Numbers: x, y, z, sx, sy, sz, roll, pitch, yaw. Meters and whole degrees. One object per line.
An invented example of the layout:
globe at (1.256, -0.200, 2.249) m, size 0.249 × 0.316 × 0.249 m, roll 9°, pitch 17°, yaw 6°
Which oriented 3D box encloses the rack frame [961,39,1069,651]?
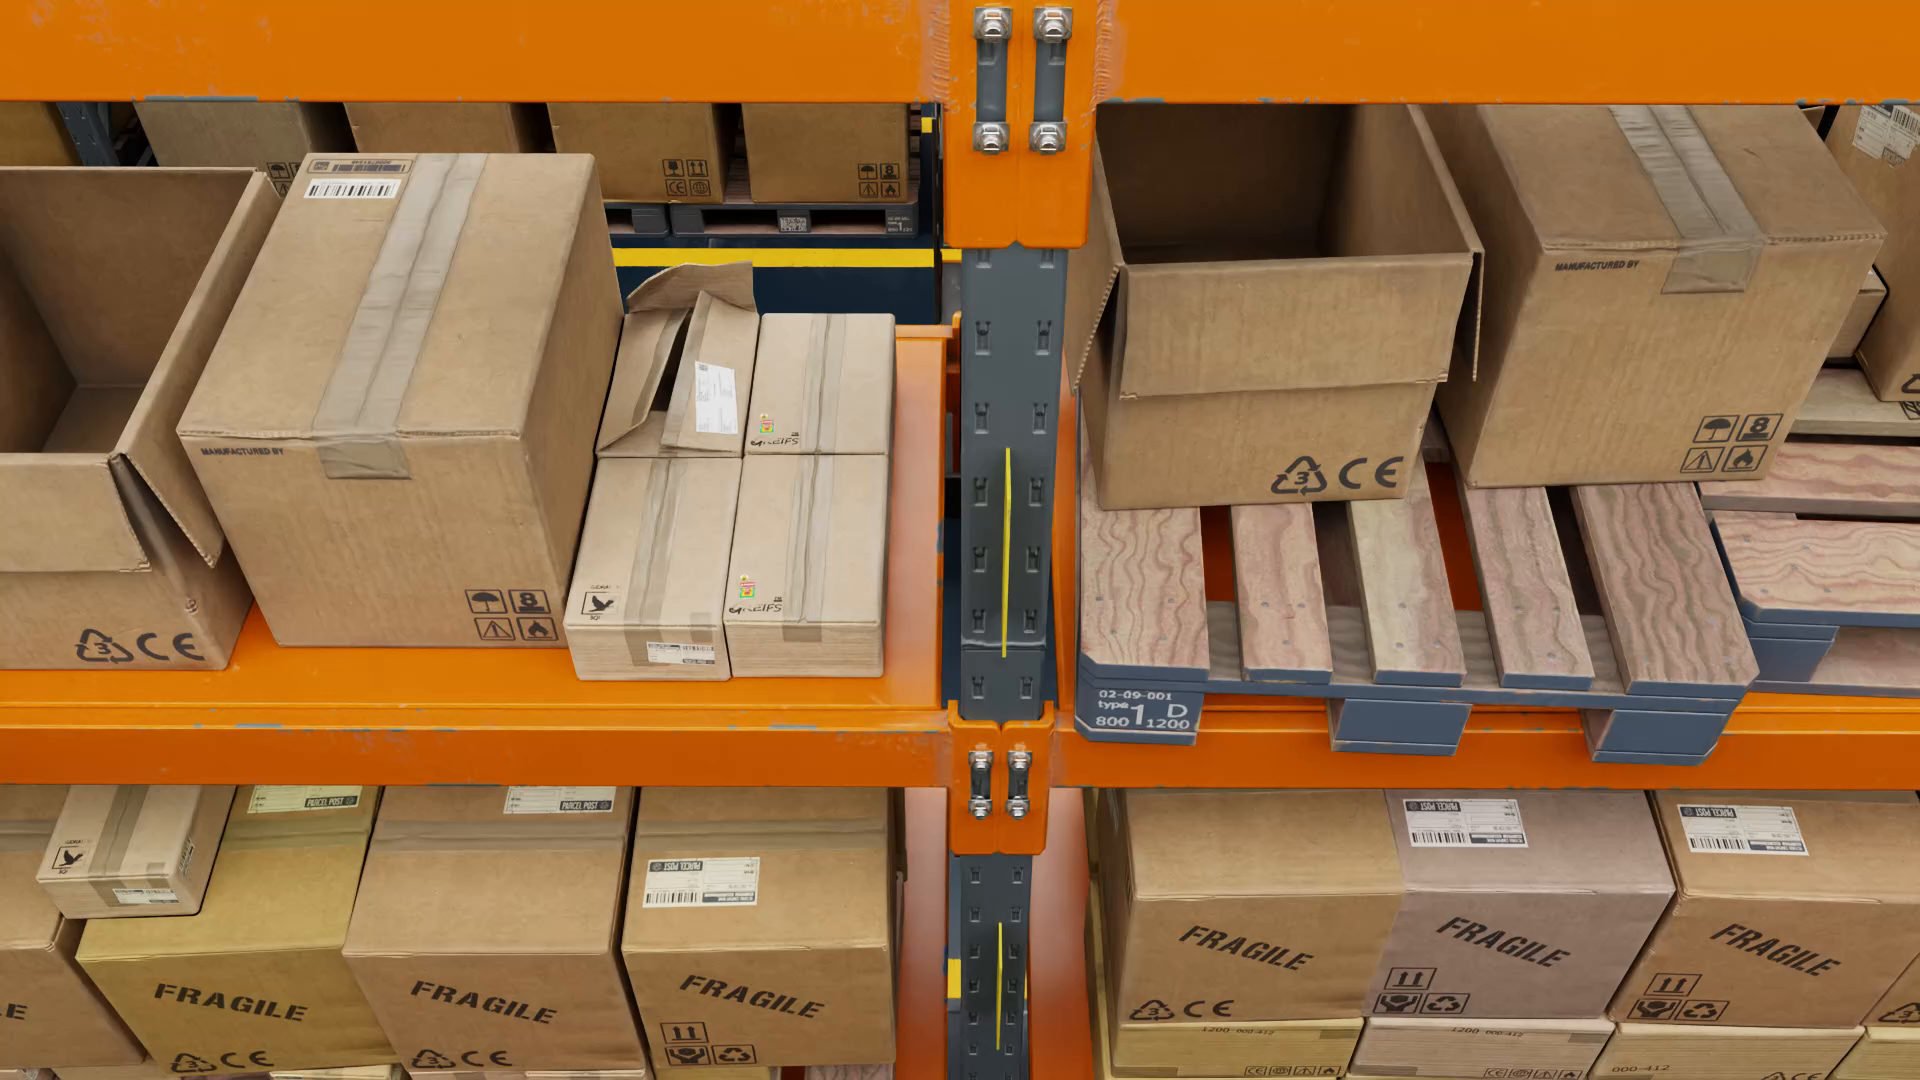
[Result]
rack frame at (0.067, -1.222, 1.740) m, size 0.127 × 3.000 × 1.000 m, roll 0°, pitch 47°, yaw 0°

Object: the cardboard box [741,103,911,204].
cardboard box at (-0.624, -2.246, 8.041) m, size 0.750 × 0.750 × 1.050 m, roll 0°, pitch 47°, yaw 0°

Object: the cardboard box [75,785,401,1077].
cardboard box at (-1.410, 0.752, 3.442) m, size 0.500 × 0.500 × 0.500 m, roll -3°, pitch 47°, yaw -3°

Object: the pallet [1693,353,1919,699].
pallet at (1.829, -0.172, 2.940) m, size 1.213 × 0.211 × 1.003 m, roll 2°, pitch 47°, yaw 2°

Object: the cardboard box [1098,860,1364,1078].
cardboard box at (0.573, 0.885, 3.638) m, size 0.500 × 0.250 × 0.500 m, roll 0°, pitch 47°, yaw 0°

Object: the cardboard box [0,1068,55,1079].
cardboard box at (-2.078, 1.010, 3.645) m, size 0.250 × 0.149 × 0.380 m, roll 2°, pitch 47°, yaw 2°

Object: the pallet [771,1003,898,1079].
pallet at (-0.646, 0.963, 3.935) m, size 1.003 × 0.211 × 1.213 m, roll 0°, pitch 47°, yaw 0°

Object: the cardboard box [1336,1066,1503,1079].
cardboard box at (1.069, 1.047, 3.829) m, size 0.500 × 0.250 × 0.500 m, roll -1°, pitch 47°, yaw -1°

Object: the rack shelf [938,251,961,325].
rack shelf at (0.166, -0.706, 5.991) m, size 0.480 × 0.518 × 0.431 m, roll 0°, pitch 47°, yaw 0°

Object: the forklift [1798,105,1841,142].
forklift at (3.395, -1.078, 5.751) m, size 3.031 × 2.935 × 1.130 m, roll -1°, pitch 47°, yaw -1°

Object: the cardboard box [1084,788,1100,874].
cardboard box at (0.552, 0.518, 3.979) m, size 0.500 × 0.250 × 0.500 m, roll 0°, pitch 47°, yaw 0°

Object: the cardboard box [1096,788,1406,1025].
cardboard box at (0.559, 0.628, 3.365) m, size 0.500 × 0.500 × 0.500 m, roll -1°, pitch 47°, yaw -1°

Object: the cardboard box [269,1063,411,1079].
cardboard box at (-1.309, 1.023, 3.633) m, size 0.250 × 0.149 × 0.380 m, roll 1°, pitch 47°, yaw 1°

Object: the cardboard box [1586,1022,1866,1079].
cardboard box at (1.588, 0.898, 3.626) m, size 0.500 × 0.250 × 0.500 m, roll 0°, pitch 47°, yaw 0°

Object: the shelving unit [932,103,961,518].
shelving unit at (0.166, -0.715, 5.981) m, size 0.503 × 2.100 × 0.431 m, roll 0°, pitch 47°, yaw 0°

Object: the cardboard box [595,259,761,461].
cardboard box at (-0.503, -0.280, 3.004) m, size 0.258 × 0.266 × 0.396 m, roll 0°, pitch 47°, yaw 0°

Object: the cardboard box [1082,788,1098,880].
cardboard box at (0.574, 0.684, 4.166) m, size 0.500 × 0.250 × 0.500 m, roll -1°, pitch 47°, yaw -1°

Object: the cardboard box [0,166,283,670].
cardboard box at (-1.459, -0.218, 2.784) m, size 0.637 × 0.503 × 0.797 m, roll 0°, pitch 47°, yaw 0°

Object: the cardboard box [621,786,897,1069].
cardboard box at (-0.389, 0.746, 3.448) m, size 0.500 × 0.500 × 0.500 m, roll -1°, pitch 47°, yaw -1°

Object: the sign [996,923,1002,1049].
sign at (0.074, 0.852, 3.171) m, size 0.005 × 0.325 × 0.100 m, roll 0°, pitch 47°, yaw 0°

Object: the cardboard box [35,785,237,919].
cardboard box at (-1.570, 0.525, 3.211) m, size 0.250 × 0.149 × 0.380 m, roll -2°, pitch 47°, yaw -2°

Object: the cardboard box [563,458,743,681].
cardboard box at (-0.498, 0.044, 2.782) m, size 0.250 × 0.149 × 0.380 m, roll 0°, pitch 47°, yaw 0°

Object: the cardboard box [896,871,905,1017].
cardboard box at (-0.262, 0.936, 3.714) m, size 0.250 × 0.149 × 0.380 m, roll 2°, pitch 47°, yaw 2°

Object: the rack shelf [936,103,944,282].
rack shelf at (0.166, -1.183, 5.479) m, size 0.480 × 0.518 × 0.431 m, roll 0°, pitch 47°, yaw 0°

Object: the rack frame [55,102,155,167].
rack frame at (-4.016, -2.812, 7.319) m, size 0.127 × 3.000 × 1.000 m, roll 0°, pitch 47°, yaw 0°

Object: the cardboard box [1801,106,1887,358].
cardboard box at (1.445, -0.550, 2.968) m, size 0.258 × 0.266 × 0.396 m, roll -1°, pitch 47°, yaw -1°

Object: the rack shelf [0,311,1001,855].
rack shelf at (-1.933, 0.040, 3.106) m, size 4.000 × 0.370 × 1.077 m, roll 0°, pitch 47°, yaw 0°

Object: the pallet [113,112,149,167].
pallet at (-4.776, -1.922, 8.395) m, size 1.213 × 0.211 × 1.003 m, roll 0°, pitch 47°, yaw 0°

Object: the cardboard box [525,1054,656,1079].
cardboard box at (-0.782, 1.020, 3.636) m, size 0.250 × 0.149 × 0.380 m, roll 0°, pitch 47°, yaw 0°

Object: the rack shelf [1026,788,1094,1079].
rack shelf at (2.067, 1.073, 4.194) m, size 4.000 × 0.370 × 1.077 m, roll 0°, pitch 47°, yaw 0°

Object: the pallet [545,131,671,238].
pallet at (-2.021, -1.914, 8.388) m, size 1.213 × 0.211 × 1.003 m, roll 0°, pitch 47°, yaw 0°

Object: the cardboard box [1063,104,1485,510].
cardboard box at (0.444, -0.488, 2.748) m, size 0.637 × 0.503 × 0.797 m, roll -2°, pitch 47°, yaw -2°

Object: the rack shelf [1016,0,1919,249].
rack shelf at (2.067, -0.835, 2.144) m, size 4.000 × 0.370 × 1.077 m, roll 0°, pitch 47°, yaw 0°

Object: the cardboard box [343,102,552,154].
cardboard box at (-2.430, -2.248, 8.043) m, size 0.750 × 0.750 × 1.050 m, roll 0°, pitch 47°, yaw 0°

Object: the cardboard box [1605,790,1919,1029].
cardboard box at (1.573, 0.635, 3.359) m, size 0.500 × 0.500 × 0.500 m, roll 1°, pitch 47°, yaw 1°
